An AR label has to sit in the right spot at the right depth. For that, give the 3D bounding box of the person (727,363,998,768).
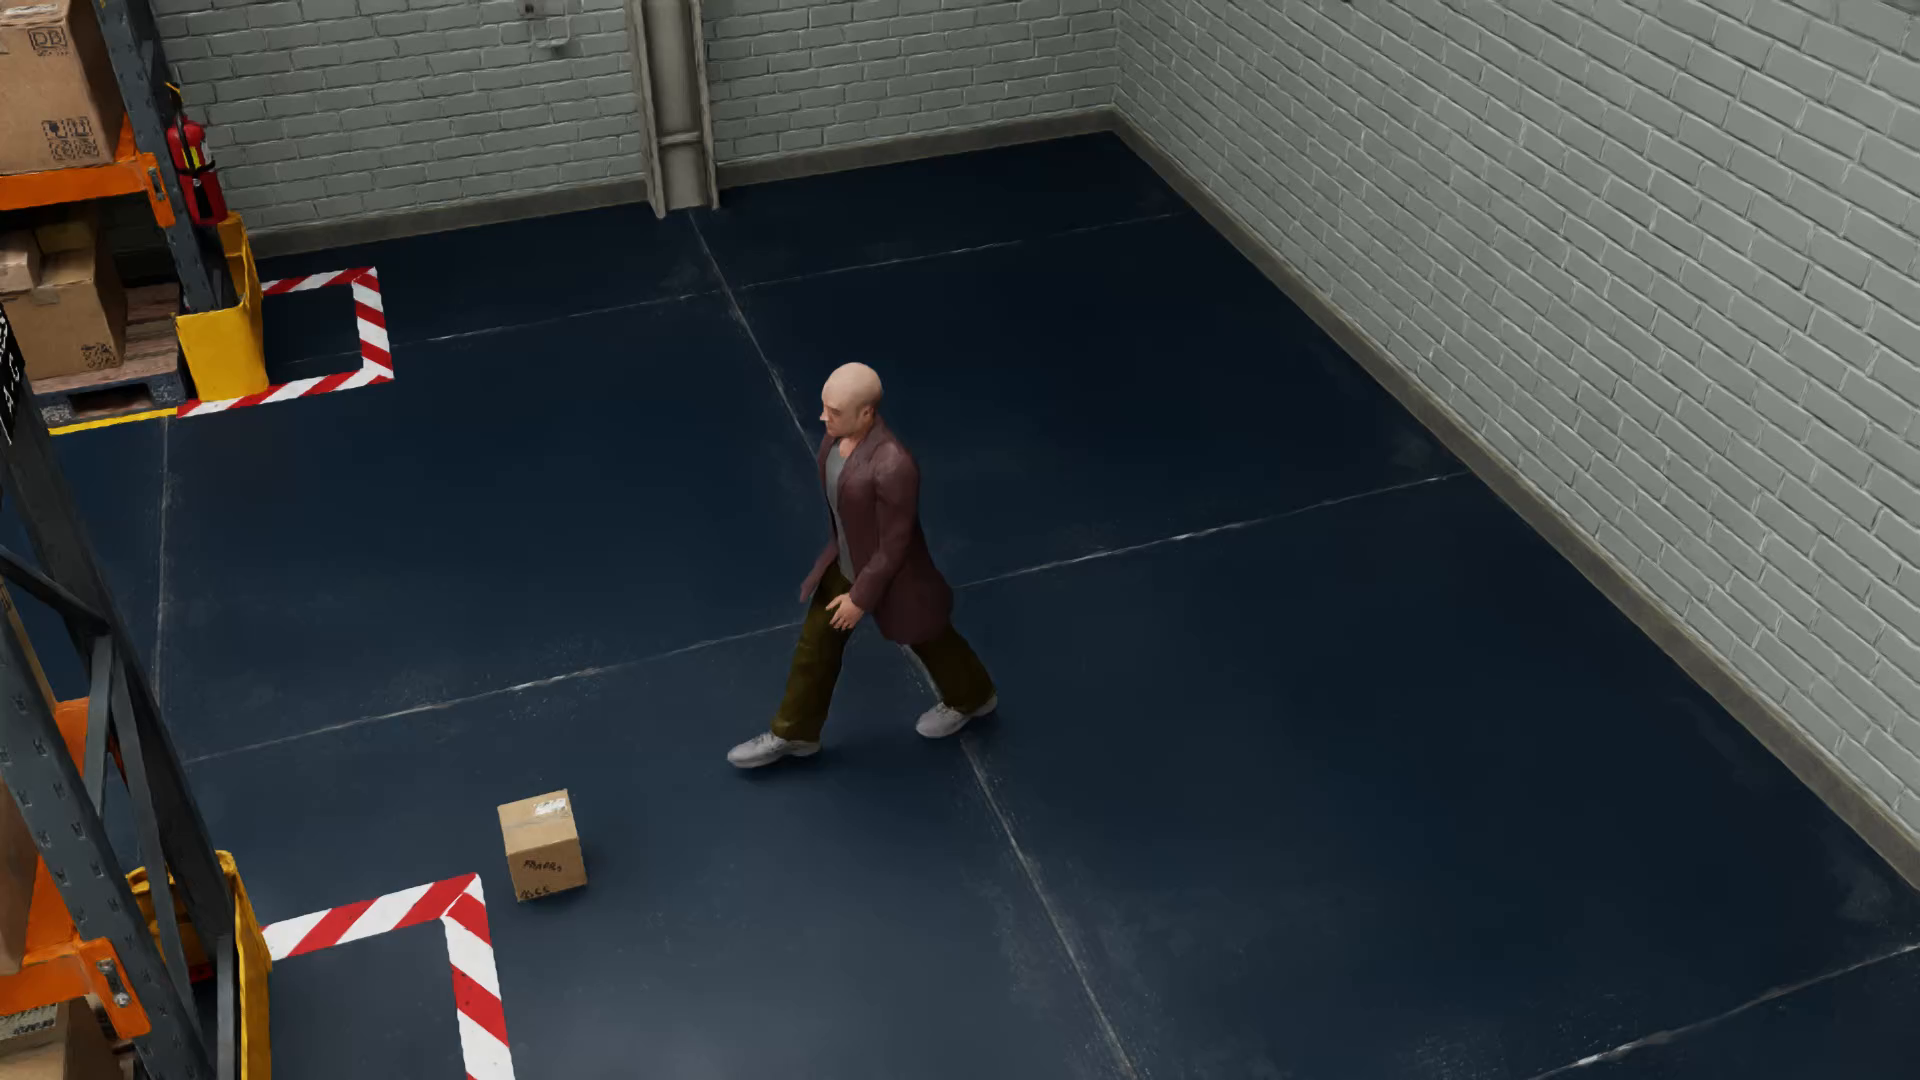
[{"bbox_3d":[-0.358,0.100,6.017,1.072,1.721,0.589,-22,43,-27],"label":"person"}]
